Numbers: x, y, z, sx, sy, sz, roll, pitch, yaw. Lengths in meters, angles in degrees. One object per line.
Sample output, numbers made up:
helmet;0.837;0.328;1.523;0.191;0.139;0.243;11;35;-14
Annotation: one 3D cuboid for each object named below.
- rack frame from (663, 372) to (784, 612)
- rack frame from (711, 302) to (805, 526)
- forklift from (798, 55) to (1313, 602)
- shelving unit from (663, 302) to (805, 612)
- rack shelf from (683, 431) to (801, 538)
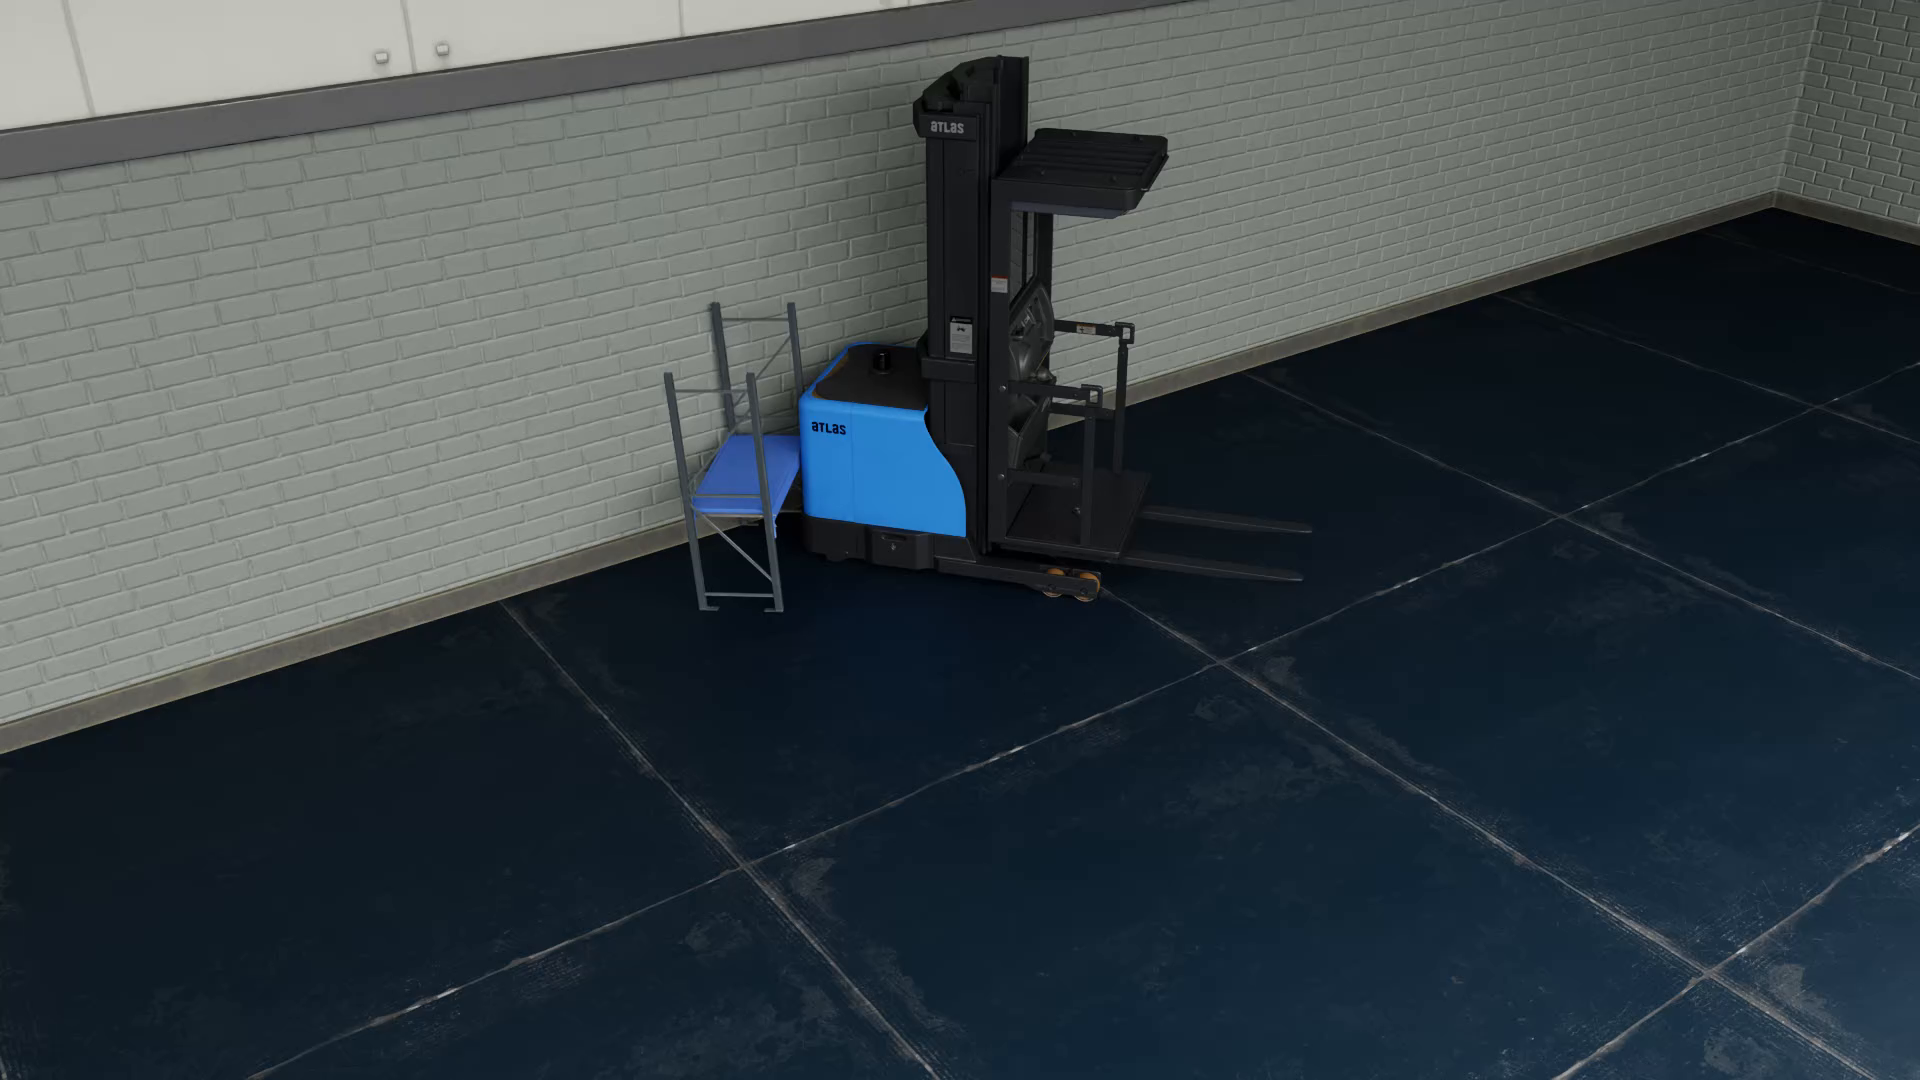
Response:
rack frame;-1.313;-0.244;9.326;0.500;1.500;0.032;1;30;8
rack frame;-1.184;-0.748;10.200;0.500;1.500;0.032;1;30;8
forklift;0.605;-1.208;9.629;3.031;2.935;1.130;8;29;14
shelving unit;-1.249;-0.496;9.763;0.538;1.500;1.048;1;30;8
rack shelf;-1.239;-0.340;9.852;0.538;0.185;1.000;1;30;8
